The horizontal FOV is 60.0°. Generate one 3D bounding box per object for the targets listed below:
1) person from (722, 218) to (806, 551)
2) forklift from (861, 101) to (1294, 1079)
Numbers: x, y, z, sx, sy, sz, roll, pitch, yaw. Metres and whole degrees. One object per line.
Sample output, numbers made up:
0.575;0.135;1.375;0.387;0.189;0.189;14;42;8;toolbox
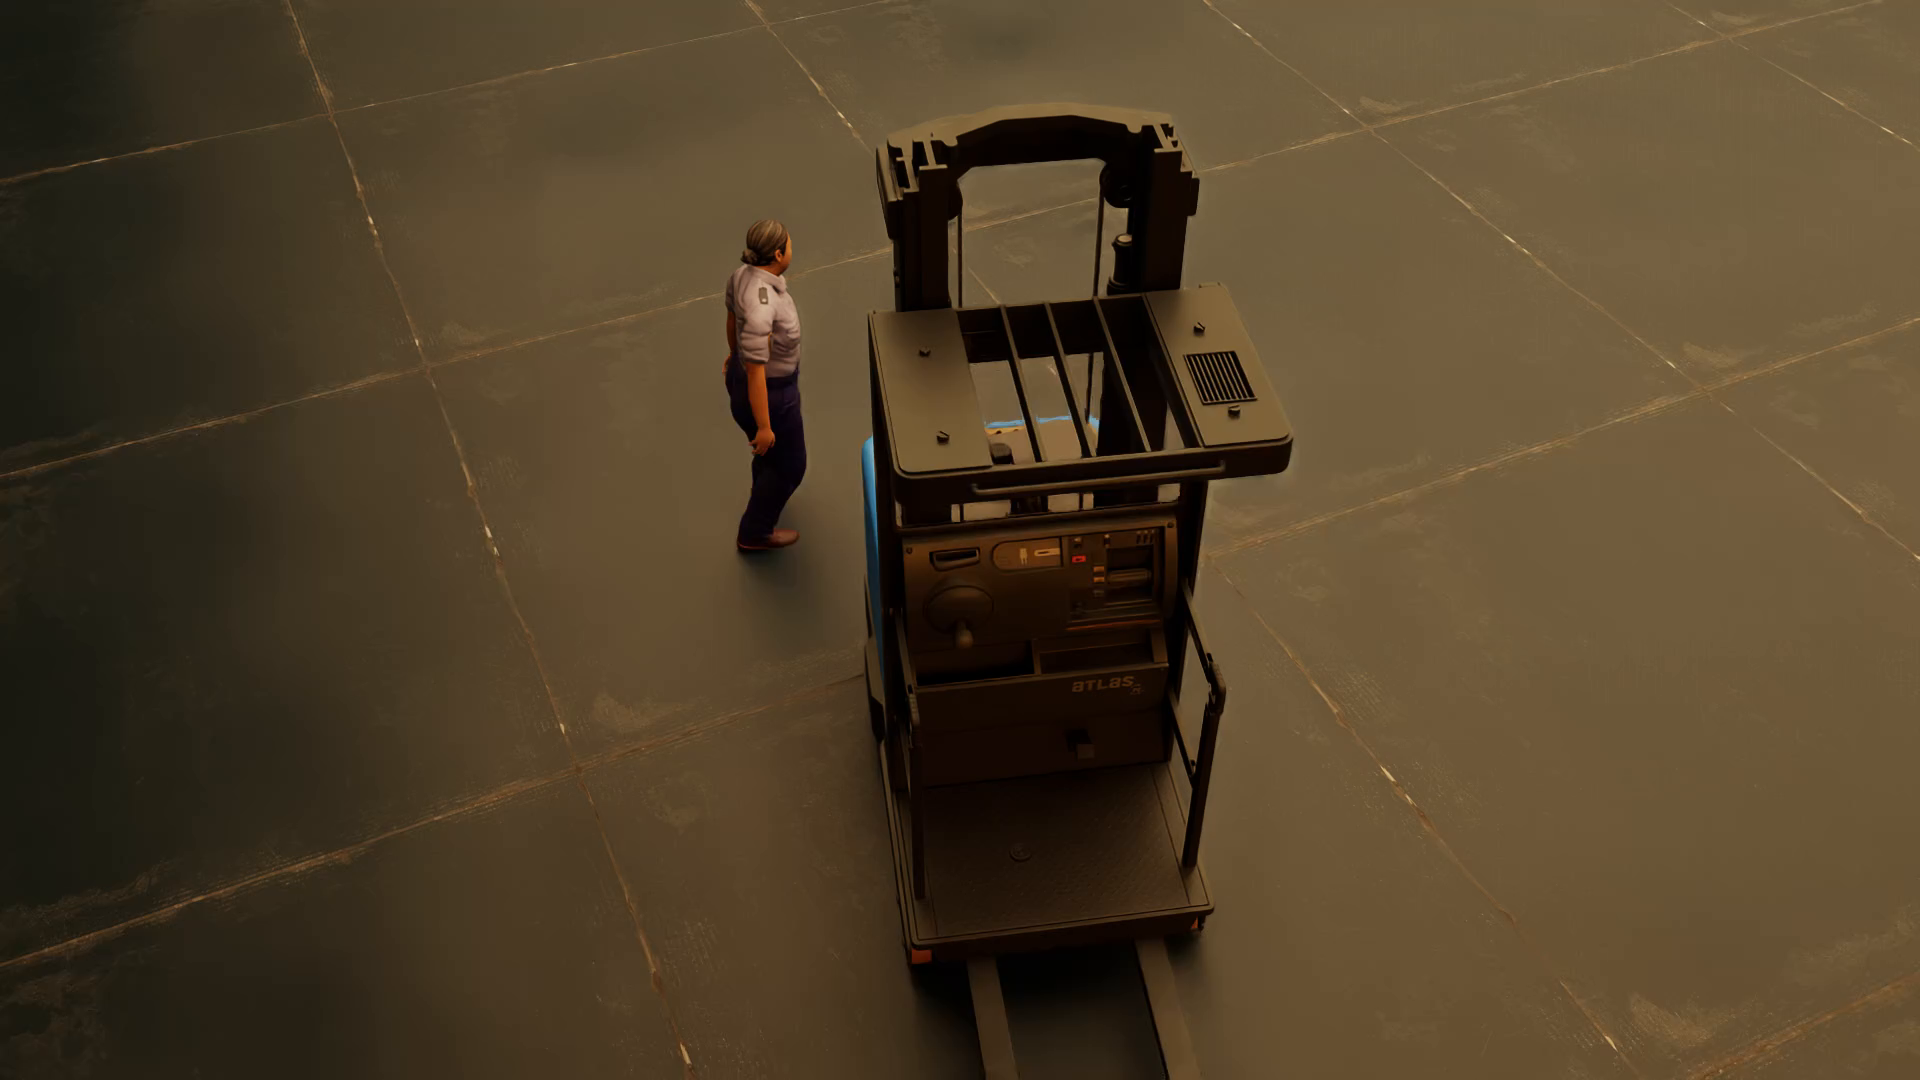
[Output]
-0.889;-0.689;7.409;0.401;1.625;0.830;-10;44;-10;person
0.306;0.229;5.435;1.130;2.935;3.031;-6;43;-6;forklift
